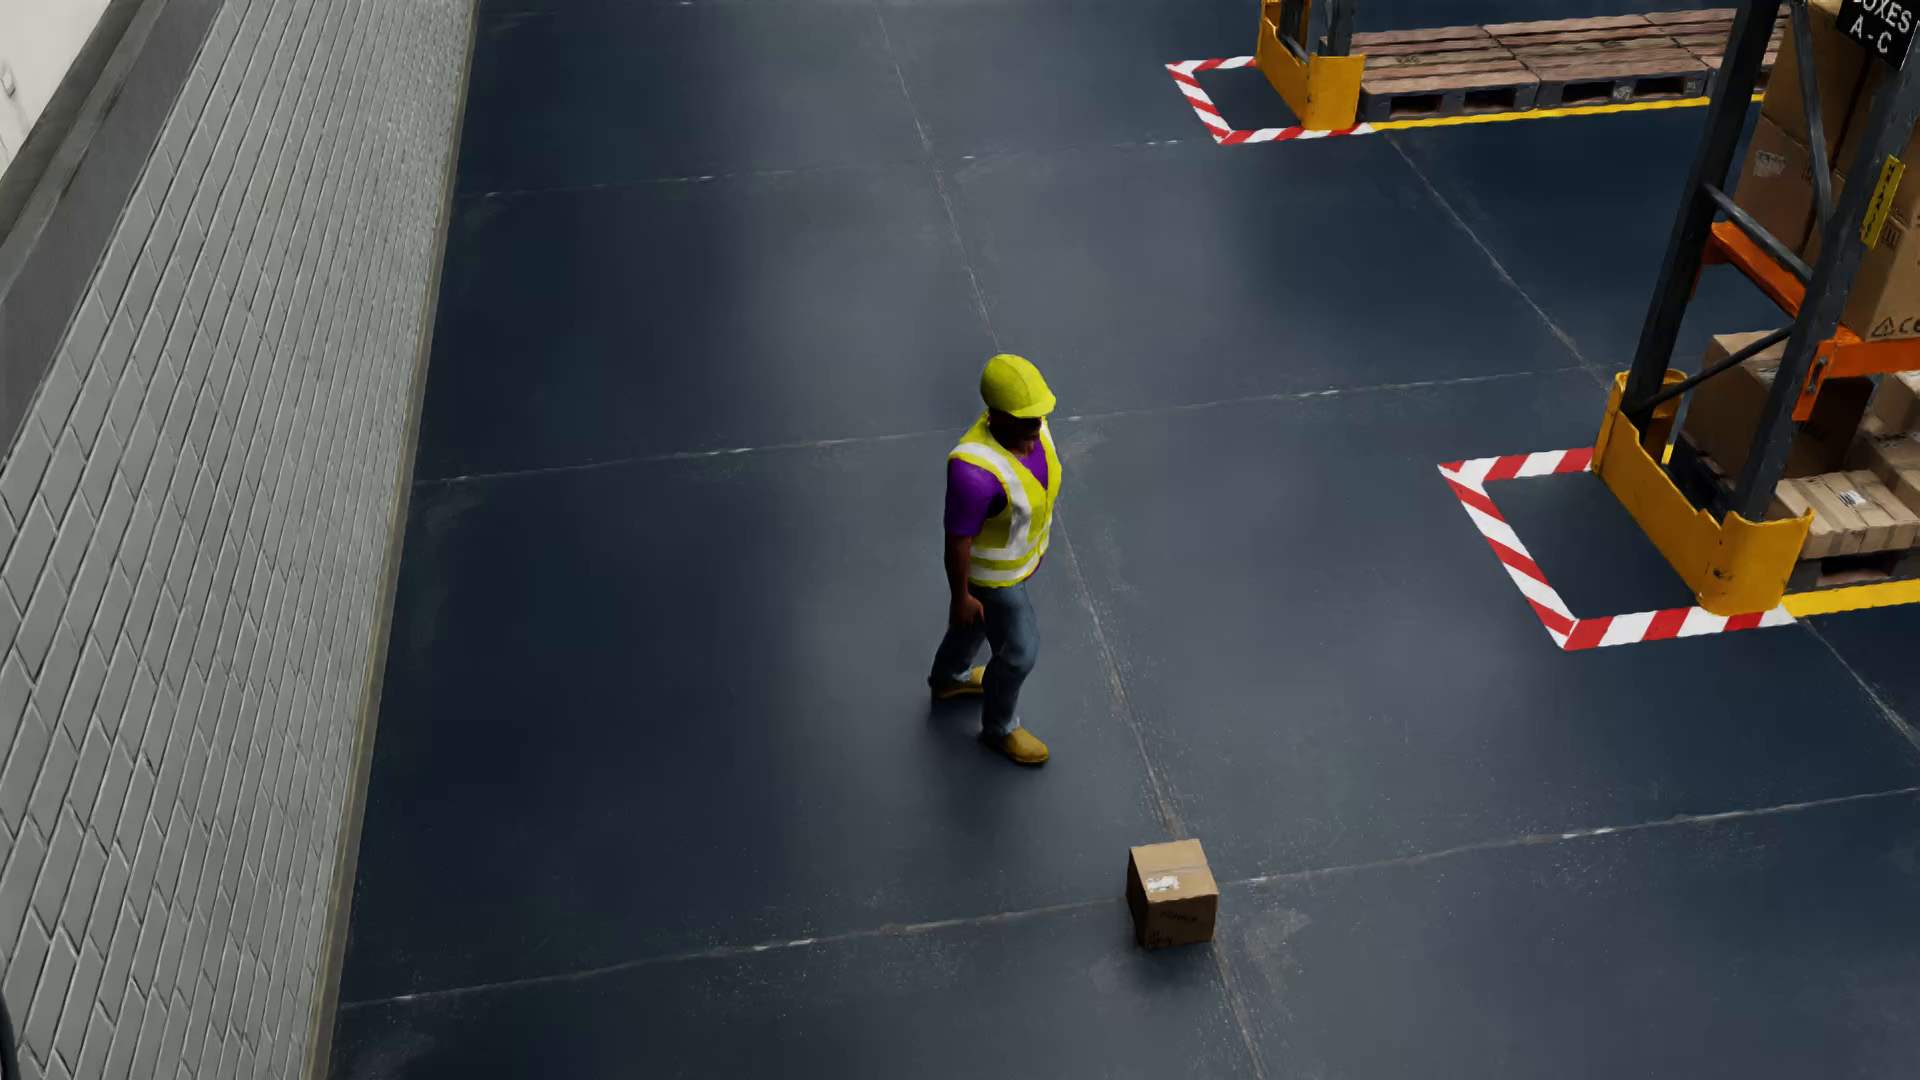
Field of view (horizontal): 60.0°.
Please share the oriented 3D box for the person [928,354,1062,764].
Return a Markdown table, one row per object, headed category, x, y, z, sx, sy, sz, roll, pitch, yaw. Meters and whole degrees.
| category | x | y | z | sx | sy | sz | roll | pitch | yaw |
| --- | --- | --- | --- | --- | --- | --- | --- | --- | --- |
| person | 0.119 | 0.048 | 6.078 | 0.580 | 1.755 | 0.600 | 15 | 41 | 18 |
